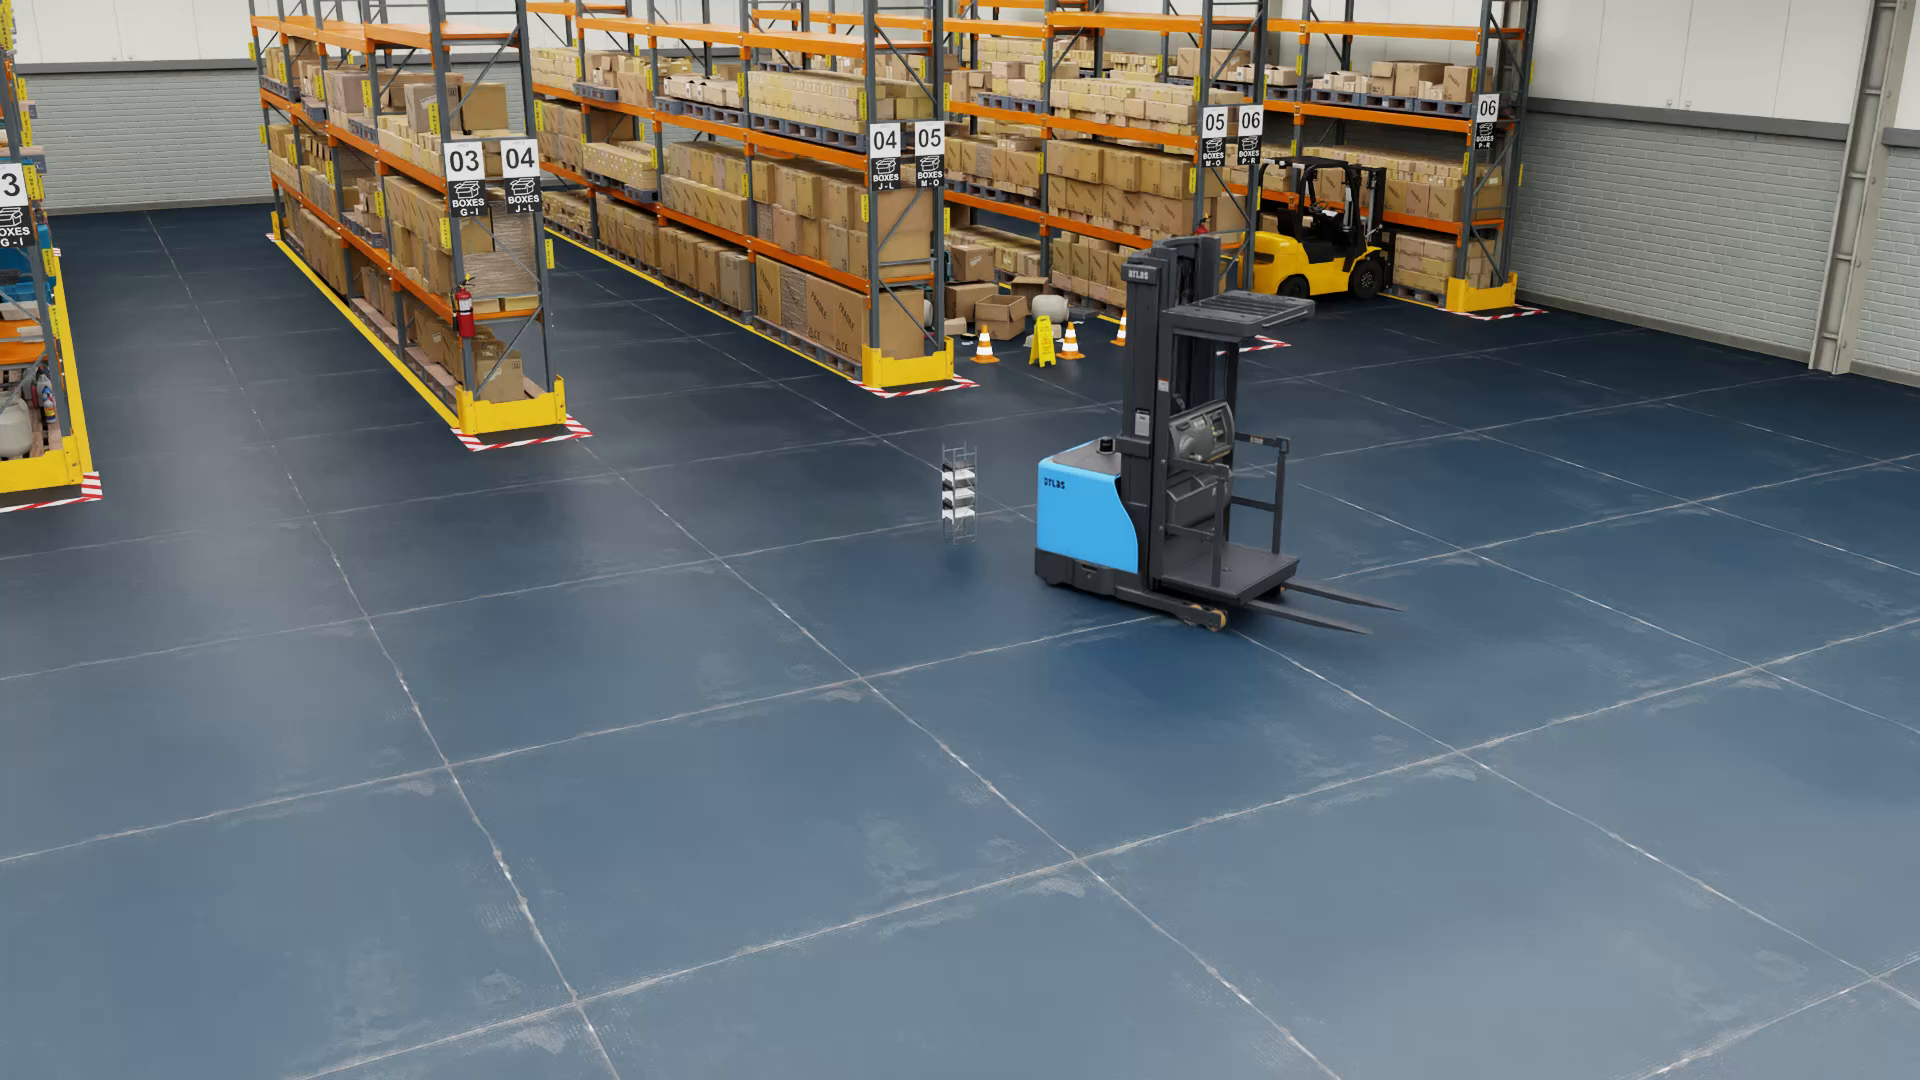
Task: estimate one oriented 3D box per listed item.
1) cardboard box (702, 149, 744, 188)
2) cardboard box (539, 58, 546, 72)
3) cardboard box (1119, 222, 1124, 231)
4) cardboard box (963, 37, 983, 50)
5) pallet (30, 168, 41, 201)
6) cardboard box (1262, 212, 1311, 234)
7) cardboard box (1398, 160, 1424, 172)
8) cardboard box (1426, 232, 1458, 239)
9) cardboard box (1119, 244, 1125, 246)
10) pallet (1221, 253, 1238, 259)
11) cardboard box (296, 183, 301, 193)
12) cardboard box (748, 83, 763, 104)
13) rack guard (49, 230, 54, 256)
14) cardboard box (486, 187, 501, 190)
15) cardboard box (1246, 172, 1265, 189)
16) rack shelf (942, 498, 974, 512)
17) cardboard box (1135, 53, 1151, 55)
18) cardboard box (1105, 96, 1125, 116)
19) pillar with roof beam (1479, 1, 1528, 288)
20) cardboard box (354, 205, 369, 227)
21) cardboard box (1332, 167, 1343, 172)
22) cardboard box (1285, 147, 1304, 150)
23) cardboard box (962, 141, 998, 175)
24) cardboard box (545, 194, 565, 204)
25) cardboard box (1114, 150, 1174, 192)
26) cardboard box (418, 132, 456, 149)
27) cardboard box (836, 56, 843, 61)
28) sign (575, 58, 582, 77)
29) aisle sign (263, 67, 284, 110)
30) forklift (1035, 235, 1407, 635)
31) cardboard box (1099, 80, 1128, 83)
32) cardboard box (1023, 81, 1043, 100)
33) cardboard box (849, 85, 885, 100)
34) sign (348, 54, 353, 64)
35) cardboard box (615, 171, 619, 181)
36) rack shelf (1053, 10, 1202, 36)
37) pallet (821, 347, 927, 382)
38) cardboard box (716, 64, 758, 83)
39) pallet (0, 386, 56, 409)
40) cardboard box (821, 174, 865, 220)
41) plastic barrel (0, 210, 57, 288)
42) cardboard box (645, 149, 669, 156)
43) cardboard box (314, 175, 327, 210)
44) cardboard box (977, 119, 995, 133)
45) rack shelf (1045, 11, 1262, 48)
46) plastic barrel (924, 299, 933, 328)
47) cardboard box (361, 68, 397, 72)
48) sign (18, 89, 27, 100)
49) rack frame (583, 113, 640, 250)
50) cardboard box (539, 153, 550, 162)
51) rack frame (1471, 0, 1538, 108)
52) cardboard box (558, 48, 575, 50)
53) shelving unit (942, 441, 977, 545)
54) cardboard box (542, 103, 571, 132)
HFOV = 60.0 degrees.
[{"bbox_3d":[-3.530,-5.695,25.470,0.700,0.500,0.500,-10,22,-27],"label":"cardboard box"},{"bbox_3d":[-7.806,-9.161,32.066,0.500,0.250,0.500,-10,21,-26],"label":"cardboard box"},{"bbox_3d":[2.568,-4.641,24.486,0.380,0.149,0.250,-10,21,-27],"label":"cardboard box"},{"bbox_3d":[0.401,-11.164,37.415,0.500,0.250,0.500,-10,22,-27],"label":"cardboard box"},{"bbox_3d":[-9.745,-3.523,16.551,1.003,0.211,1.213,-10,21,-27],"label":"pallet"},{"bbox_3d":[5.852,-5.386,29.256,0.875,0.625,0.625,-9,21,-24],"label":"cardboard box"},{"bbox_3d":[7.087,-5.856,26.017,0.380,0.149,0.250,-9,21,-25],"label":"cardboard box"},{"bbox_3d":[7.707,-4.695,26.296,0.500,0.250,0.500,-10,21,-27],"label":"cardboard box"},{"bbox_3d":[2.747,-4.225,25.317,0.500,0.500,0.500,-9,21,-24],"label":"cardboard box"},{"bbox_3d":[5.142,-5.400,30.575,1.003,0.211,1.213,-10,21,-27],"label":"pallet"},{"bbox_3d":[-11.210,-6.071,28.632,0.380,0.149,0.250,-10,21,-26],"label":"cardboard box"},{"bbox_3d":[-2.580,-6.146,22.840,0.500,0.250,0.500,-10,21,-26],"label":"cardboard box"},{"bbox_3d":[-17.058,-5.358,30.010,1.175,0.500,0.348,-10,21,-27],"label":"rack guard"},{"bbox_3d":[-5.813,-4.000,20.100,0.500,0.500,0.500,-10,21,-27],"label":"cardboard box"},{"bbox_3d":[5.396,-6.338,29.250,0.500,0.250,0.500,-10,21,-27],"label":"cardboard box"},{"bbox_3d":[-0.004,-0.311,15.150,0.258,0.077,0.200,-10,21,-27],"label":"rack shelf"},{"bbox_3d":[3.624,-9.489,32.715,0.380,0.149,0.250,-10,21,-27],"label":"cardboard box"},{"bbox_3d":[2.432,-6.274,24.008,0.500,0.250,0.500,-10,21,-26],"label":"cardboard box"},{"bbox_3d":[4.683,-7.522,23.253,9.100,9.000,0.400,-10,21,-27],"label":"pillar with roof beam"},{"bbox_3d":[-8.284,-4.616,23.615,0.500,0.250,0.500,-11,22,-28],"label":"cardboard box"},{"bbox_3d":[6.354,-6.156,27.345,0.380,0.149,0.250,-9,21,-25],"label":"cardboard box"},{"bbox_3d":[5.932,-6.807,29.230,0.380,0.149,0.250,-10,21,-27],"label":"cardboard box"},{"bbox_3d":[0.365,-6.462,28.124,0.500,0.500,0.500,-10,21,-26],"label":"cardboard box"},{"bbox_3d":[-8.070,-6.817,33.223,0.380,0.149,0.250,-10,21,-27],"label":"cardboard box"},{"bbox_3d":[2.641,-5.294,23.851,0.700,0.500,0.500,-10,22,-27],"label":"cardboard box"},{"bbox_3d":[-5.872,-4.498,18.708,0.380,0.149,0.250,-10,21,-26],"label":"cardboard box"},{"bbox_3d":[-2.150,-9.601,32.926,0.500,0.500,0.500,-10,21,-26],"label":"cardboard box"},{"bbox_3d":[-6.838,-8.469,29.803,0.100,0.325,0.005,-10,21,-27],"label":"sign"},{"bbox_3d":[-12.975,-8.505,31.313,0.394,0.787,0.004,-10,21,-27],"label":"aisle sign"},{"bbox_3d":[2.108,-0.859,13.246,3.031,2.935,1.130,14,24,36],"label":"forklift"},{"bbox_3d":[2.321,-6.859,25.094,0.380,0.149,0.250,-9,21,-25],"label":"cardboard box"},{"bbox_3d":[1.338,-7.083,26.165,0.500,0.250,0.500,-10,22,-28],"label":"cardboard box"},{"bbox_3d":[-1.124,-5.414,20.108,0.380,0.149,0.250,-10,21,-26],"label":"cardboard box"},{"bbox_3d":[-10.304,-8.051,28.111,0.100,0.325,0.005,-10,21,-27],"label":"sign"},{"bbox_3d":[-5.708,-6.264,28.545,0.380,0.149,0.250,-9,21,-25],"label":"cardboard box"},{"bbox_3d":[3.260,-10.191,32.704,1.077,0.370,4.000,-10,21,-27],"label":"rack shelf"},{"bbox_3d":[-1.114,-2.347,21.728,1.003,0.211,1.213,-10,21,-27],"label":"pallet"},{"bbox_3d":[-3.393,-7.000,25.388,0.500,0.500,0.500,-10,21,-27],"label":"cardboard box"},{"bbox_3d":[-11.055,-1.572,19.483,1.003,0.211,1.213,-10,21,-27],"label":"pallet"},{"bbox_3d":[-1.297,-4.467,21.712,0.875,0.550,0.550,-10,21,-27],"label":"cardboard box"},{"bbox_3d":[-11.254,-3.484,19.981,0.600,0.901,0.708,-10,21,-27],"label":"plastic barrel"},{"bbox_3d":[-5.254,-6.717,28.947,0.380,0.149,0.250,-10,22,-27],"label":"cardboard box"},{"bbox_3d":[-10.052,-5.594,26.711,0.500,0.500,0.500,-10,21,-26],"label":"cardboard box"},{"bbox_3d":[0.629,-9.360,37.550,0.500,0.250,0.500,-10,21,-26],"label":"cardboard box"},{"bbox_3d":[2.693,-7.312,23.752,1.077,0.370,4.000,-10,21,-27],"label":"rack shelf"},{"bbox_3d":[-0.677,-3.290,24.136,0.512,0.421,0.421,4,19,11],"label":"plastic barrel"},{"bbox_3d":[-8.431,-6.608,24.284,0.500,0.500,0.500,-9,21,-25],"label":"cardboard box"},{"bbox_3d":[-14.651,-6.893,26.015,0.100,0.325,0.005,-10,21,-27],"label":"sign"},{"bbox_3d":[-6.364,-6.893,30.626,1.000,3.000,0.127,-10,21,-27],"label":"rack frame"},{"bbox_3d":[-8.160,-7.626,33.137,0.380,0.149,0.250,-11,22,-28],"label":"cardboard box"},{"bbox_3d":[8.009,-7.849,24.202,1.000,3.000,0.127,-10,21,-27],"label":"rack frame"},{"bbox_3d":[-7.694,-9.603,32.736,0.380,0.149,0.250,-11,22,-28],"label":"cardboard box"},{"bbox_3d":[-0.004,-0.428,15.110,0.258,0.900,0.210,-10,21,-27],"label":"shelving unit"},{"bbox_3d":[-7.811,-8.235,32.374,0.500,0.500,0.500,-11,22,-28],"label":"cardboard box"}]
